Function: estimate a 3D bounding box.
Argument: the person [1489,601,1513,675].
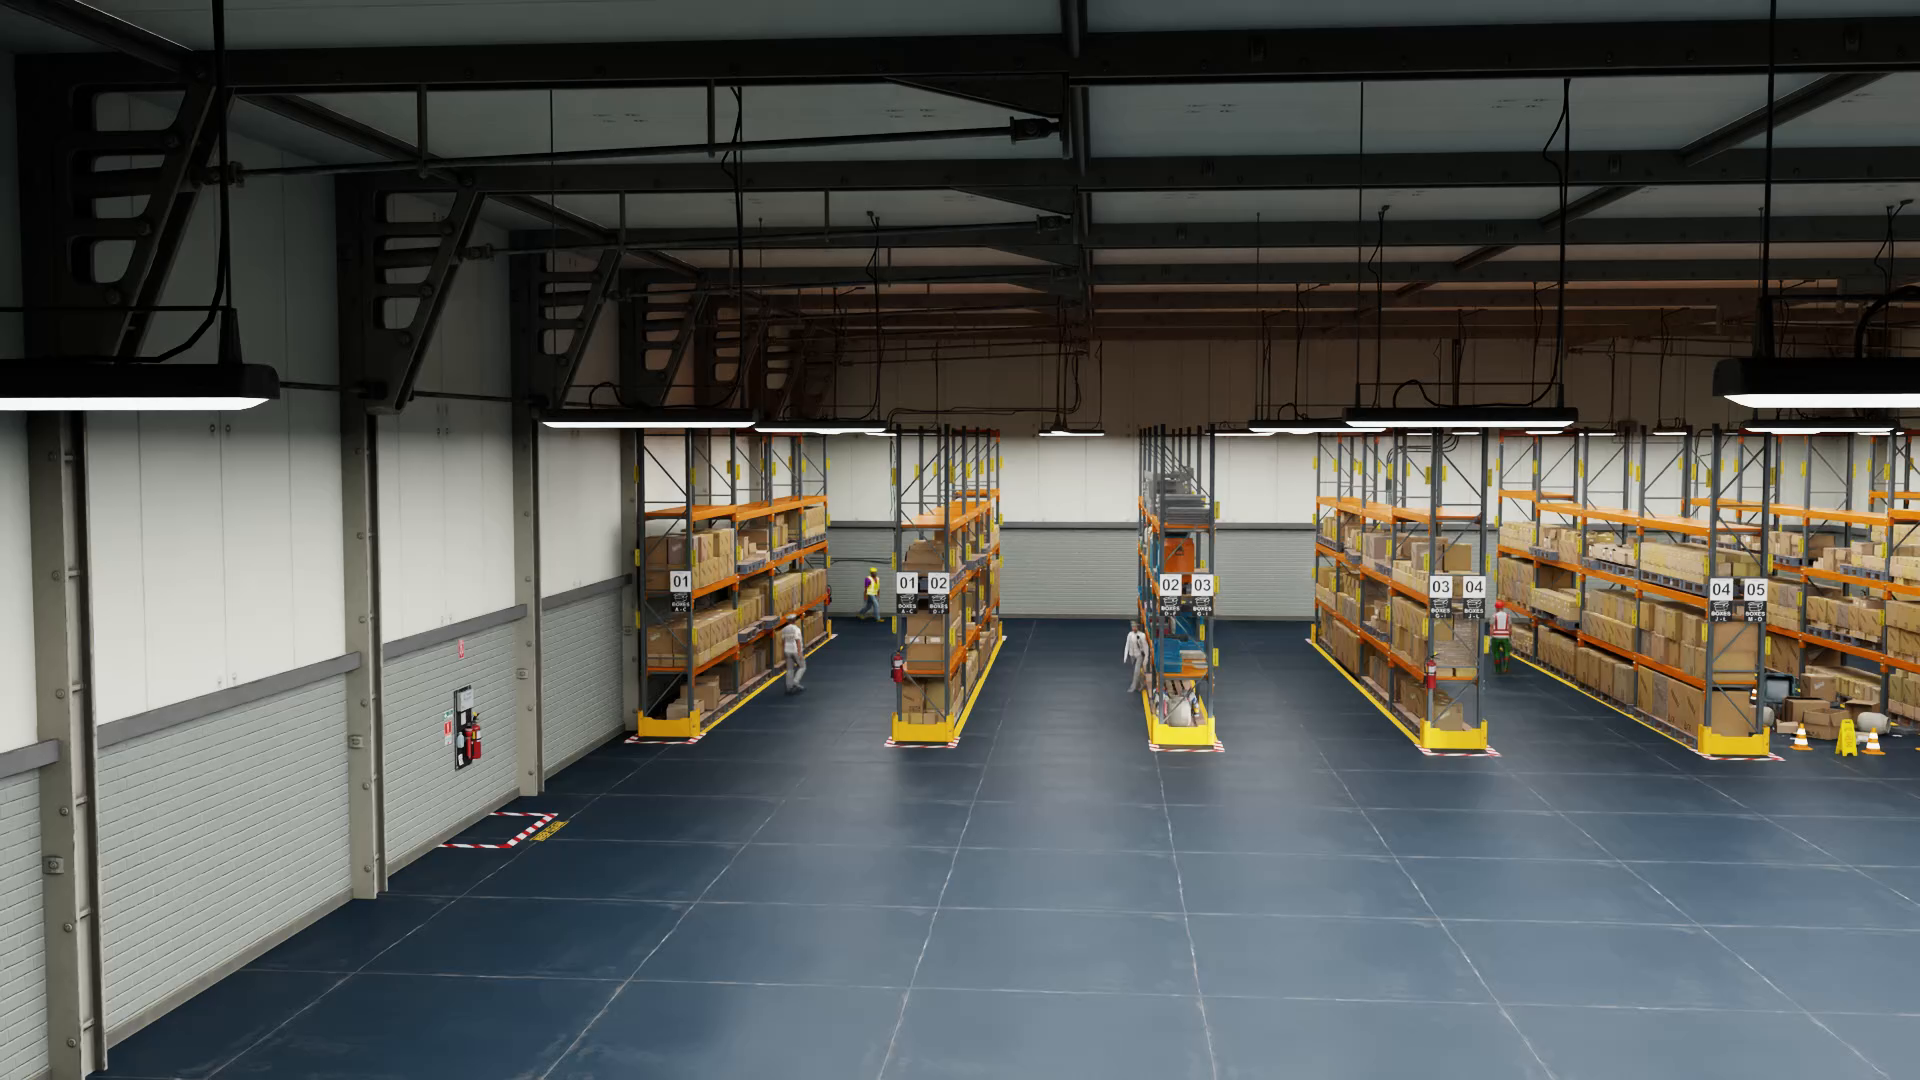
[{"bbox_3d":[13.132,2.380,40.373,0.573,1.787,0.551,0,3,4],"label":"person"}]

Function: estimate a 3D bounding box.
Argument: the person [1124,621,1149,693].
[{"bbox_3d":[3.922,2.614,37.313,0.499,1.624,0.992,3,5,42],"label":"person"}]

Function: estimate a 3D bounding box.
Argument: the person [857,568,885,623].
[{"bbox_3d":[-2.761,1.710,51.974,1.098,1.715,0.543,2,4,26],"label":"person"}]

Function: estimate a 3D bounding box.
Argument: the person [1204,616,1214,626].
[{"bbox_3d":[7.347,1.787,50.002,0.872,1.753,0.590,-2,4,-35],"label":"person"}]

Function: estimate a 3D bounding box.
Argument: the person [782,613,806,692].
[{"bbox_3d":[-3.778,2.543,37.596,0.588,1.762,0.491,1,4,21],"label":"person"}]
